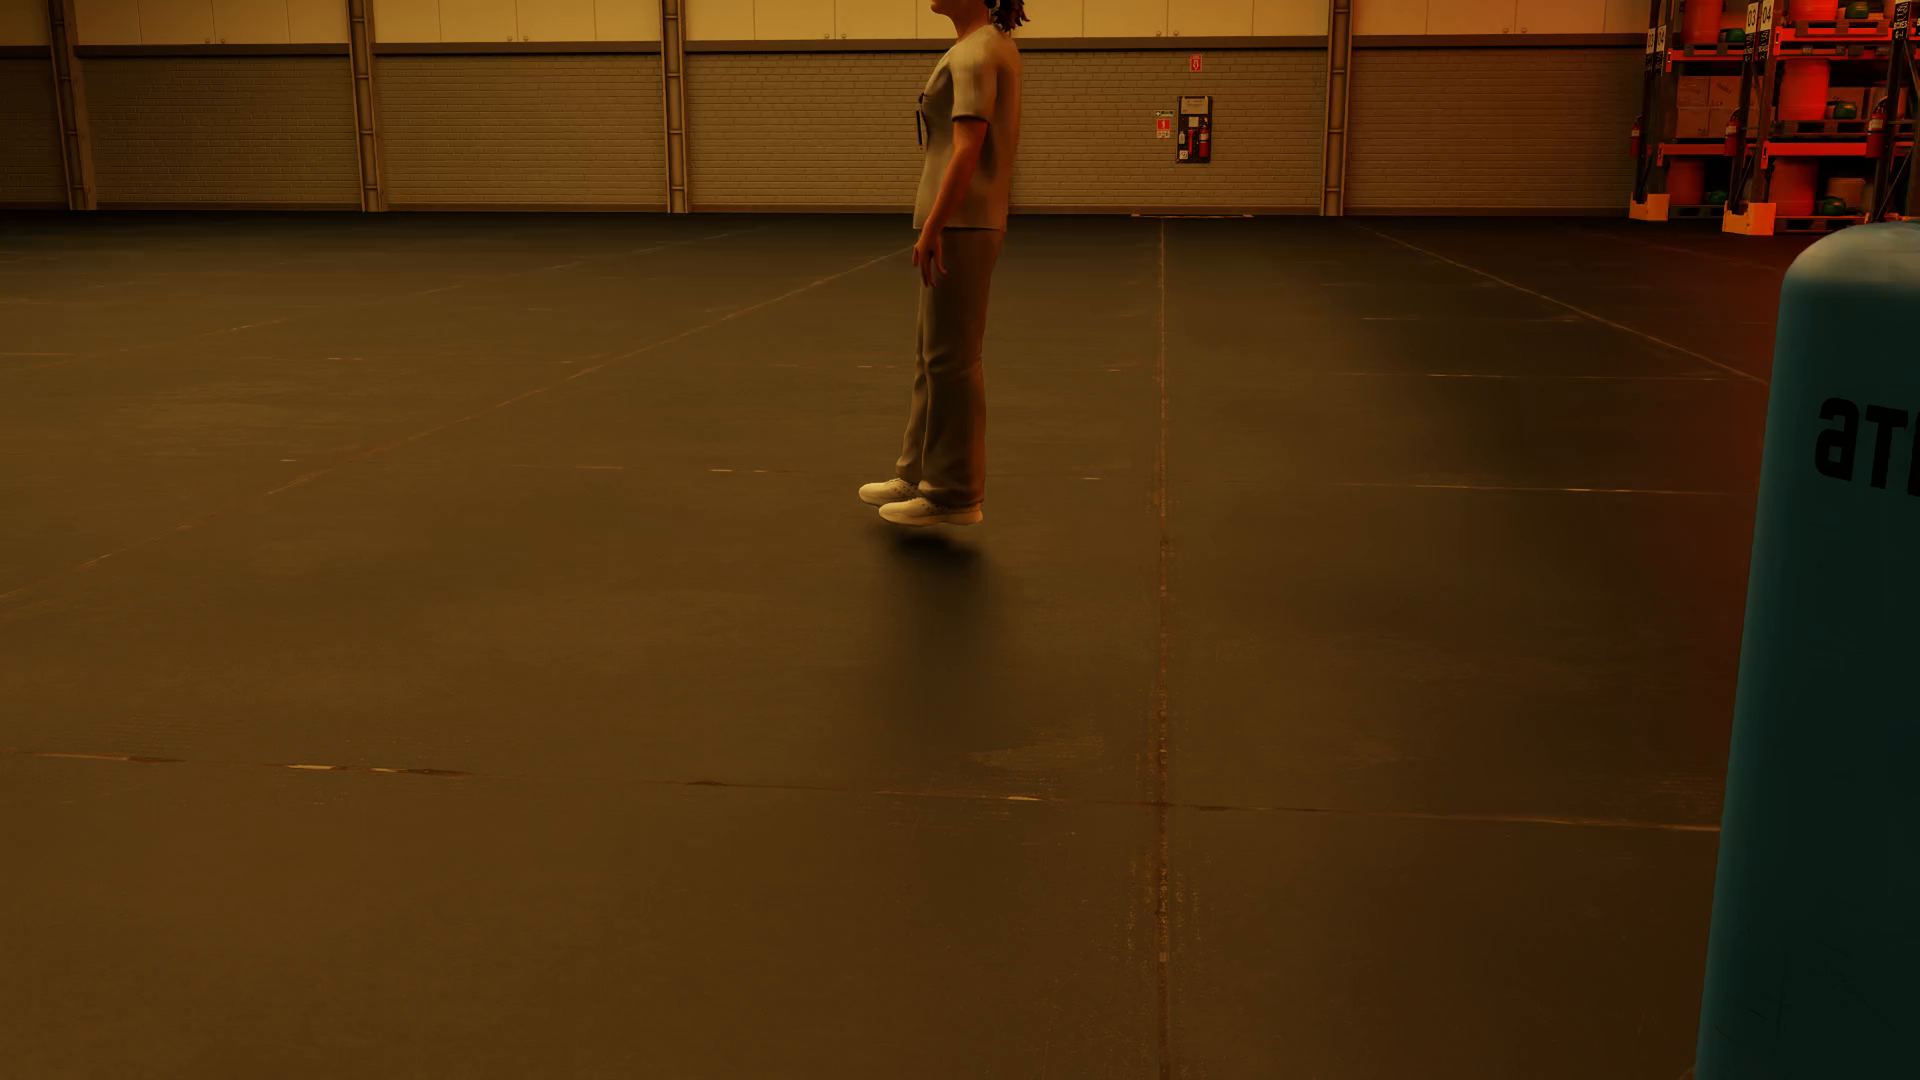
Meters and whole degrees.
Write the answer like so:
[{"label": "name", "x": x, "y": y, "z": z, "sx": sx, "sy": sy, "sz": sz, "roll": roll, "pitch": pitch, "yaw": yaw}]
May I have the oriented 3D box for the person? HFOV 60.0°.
[{"label": "person", "x": -0.071, "y": -0.868, "z": 4.767, "sx": 0.549, "sy": 1.675, "sz": 0.549, "roll": 2, "pitch": 13, "yaw": 7}]
